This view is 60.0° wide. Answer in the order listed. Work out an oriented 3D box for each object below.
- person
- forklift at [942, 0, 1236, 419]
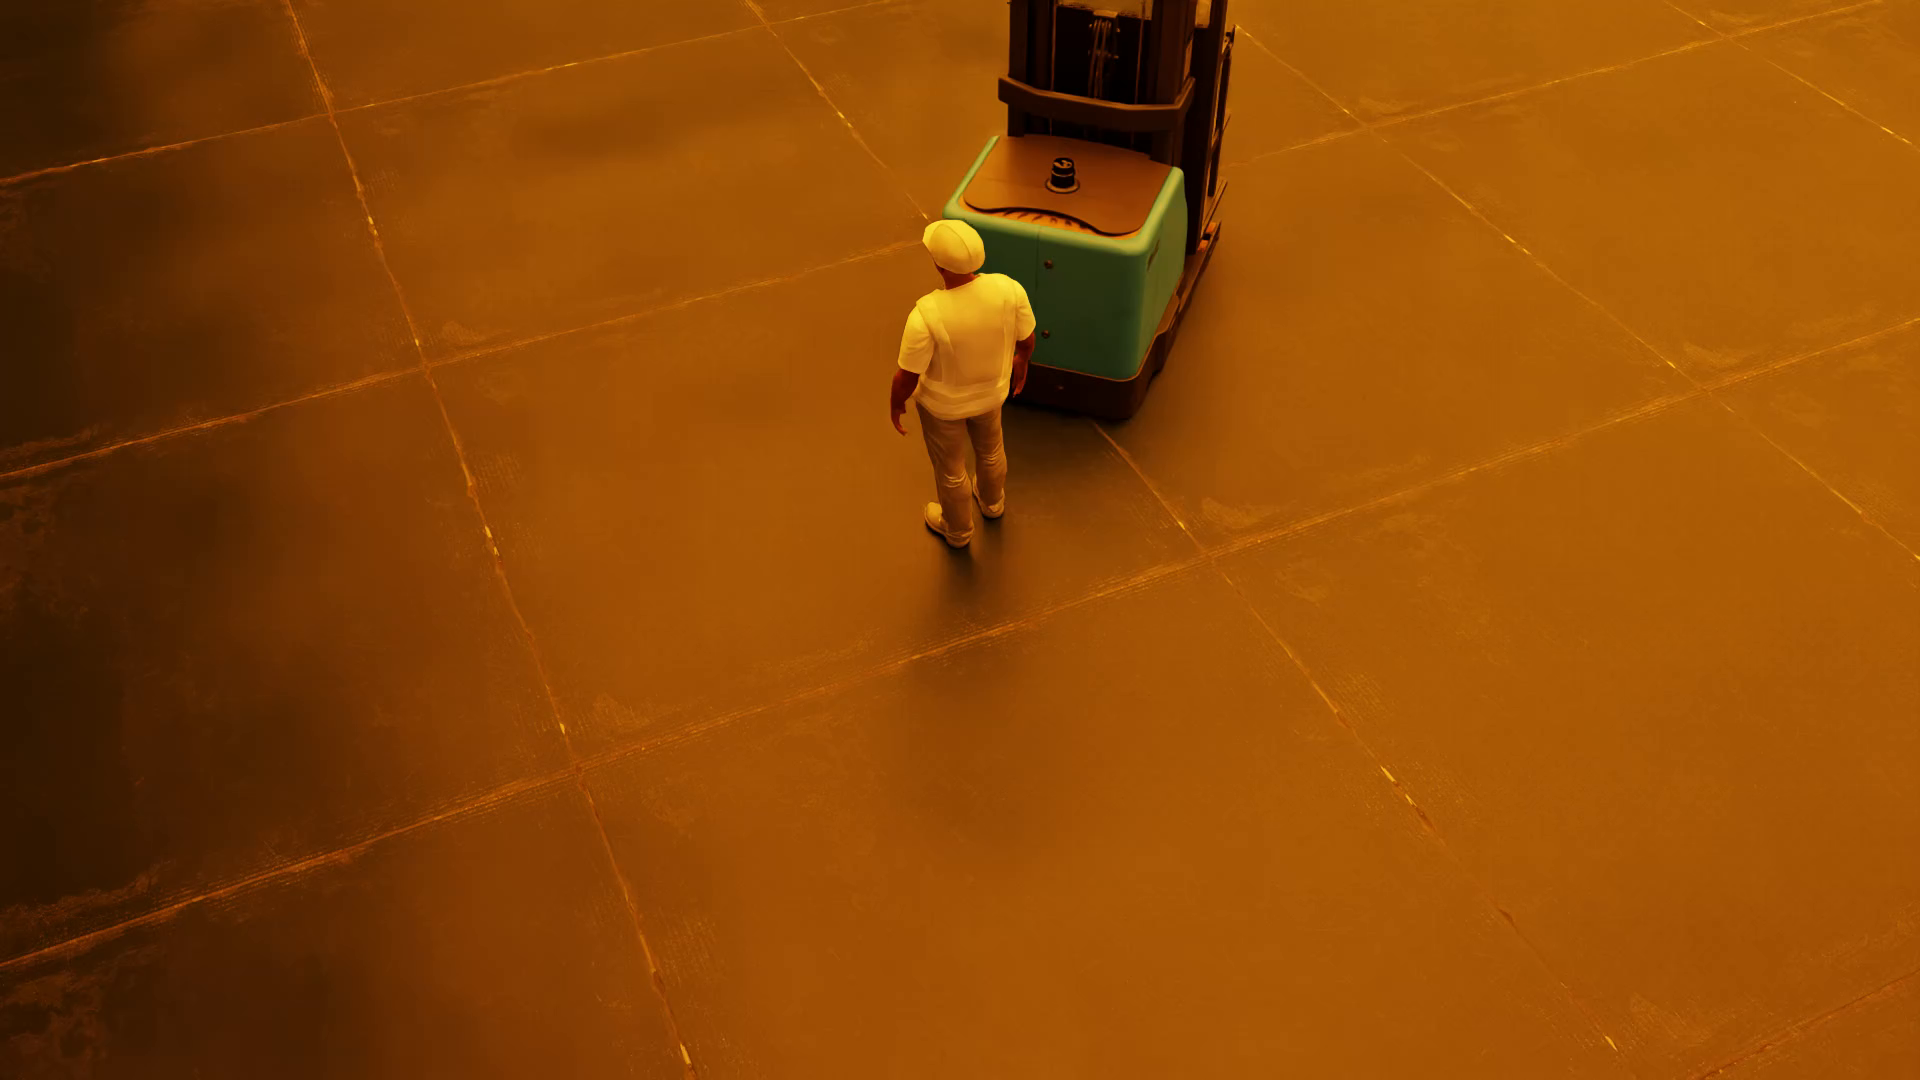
[{"bbox_3d":[-0.024,-0.696,7.268,0.666,1.765,0.577,-18,46,-18],"label":"person"},{"bbox_3d":[0.867,-2.702,8.575,1.130,2.935,3.031,13,45,14],"label":"forklift"}]
